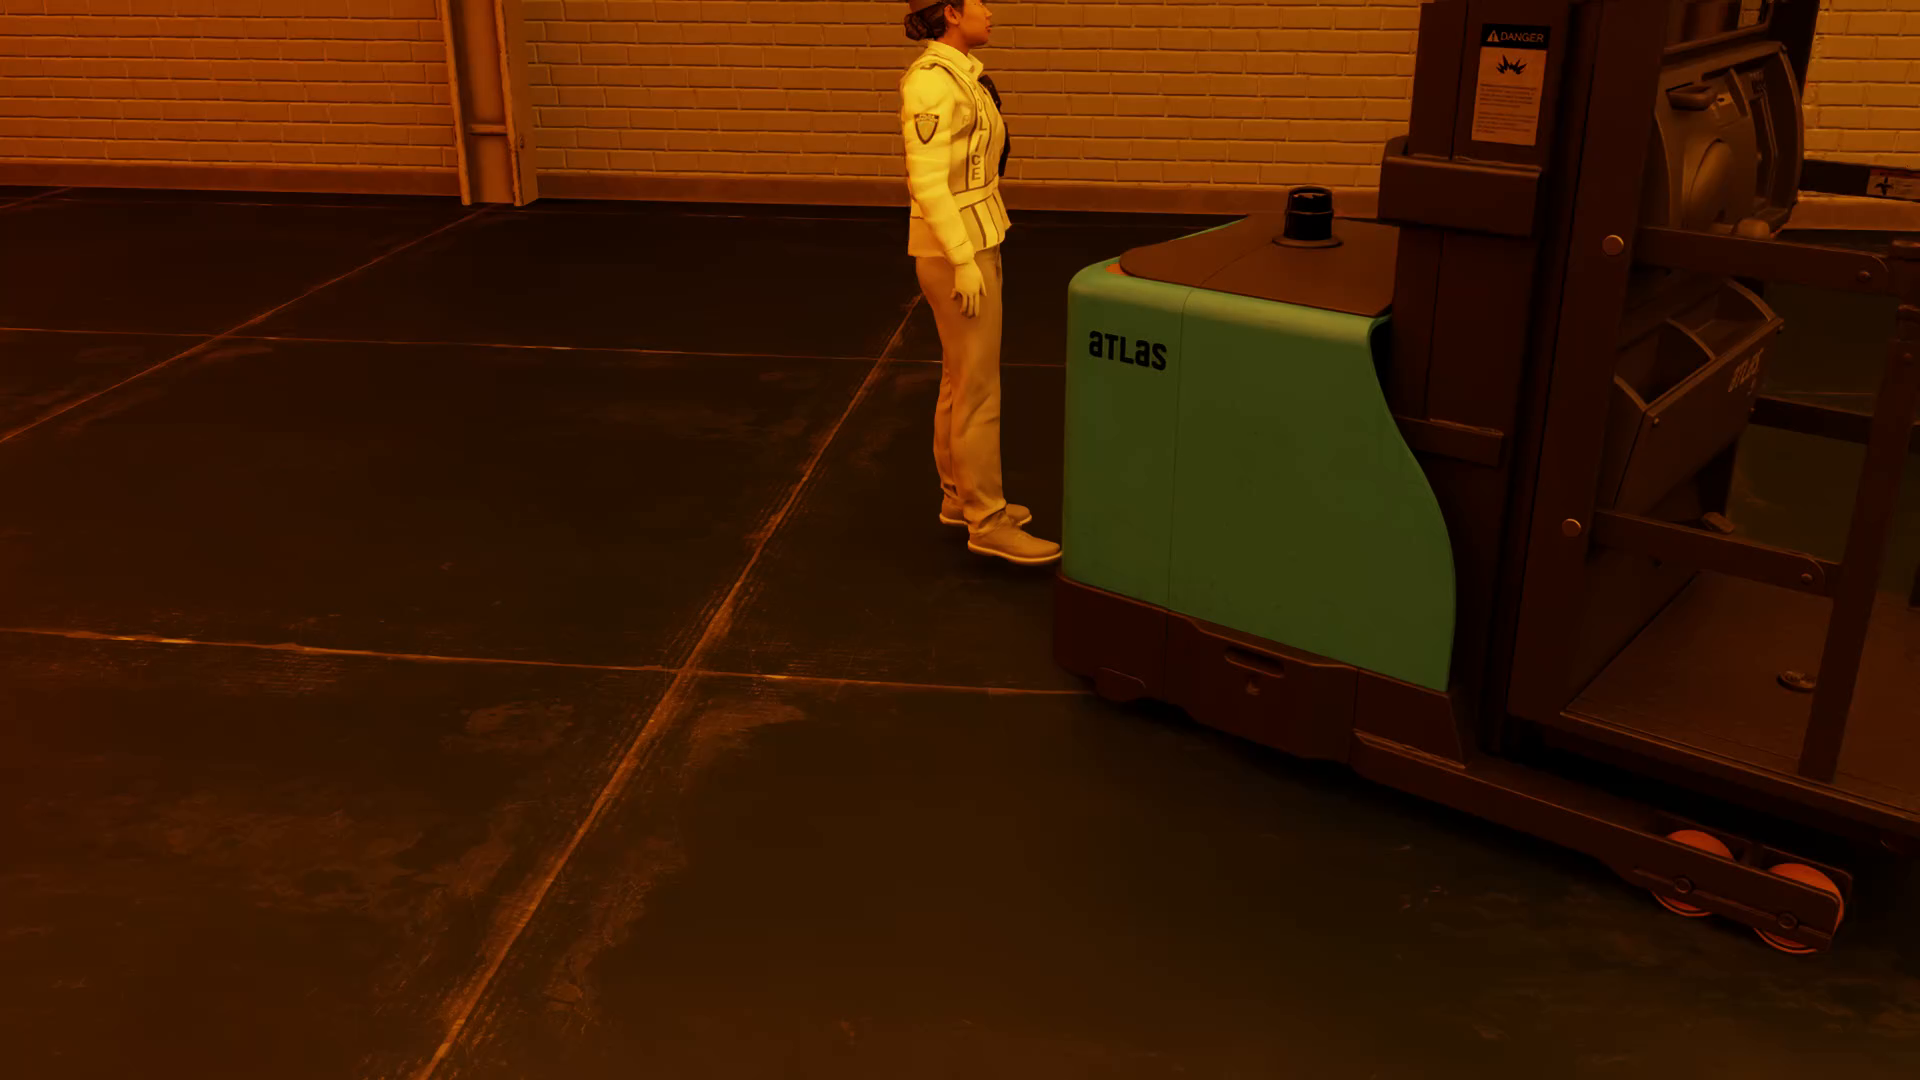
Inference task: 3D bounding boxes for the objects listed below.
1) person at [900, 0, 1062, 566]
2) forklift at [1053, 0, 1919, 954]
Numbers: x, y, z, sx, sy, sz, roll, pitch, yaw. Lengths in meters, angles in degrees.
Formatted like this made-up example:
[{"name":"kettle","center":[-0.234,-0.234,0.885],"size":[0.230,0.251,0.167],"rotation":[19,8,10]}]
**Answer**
[{"name":"person","center":[0.073,-0.823,4.838],"size":[0.525,1.695,0.600],"rotation":[3,22,7]},{"name":"forklift","center":[1.704,-0.788,3.211],"size":[3.031,2.935,1.130],"rotation":[17,27,35]}]
